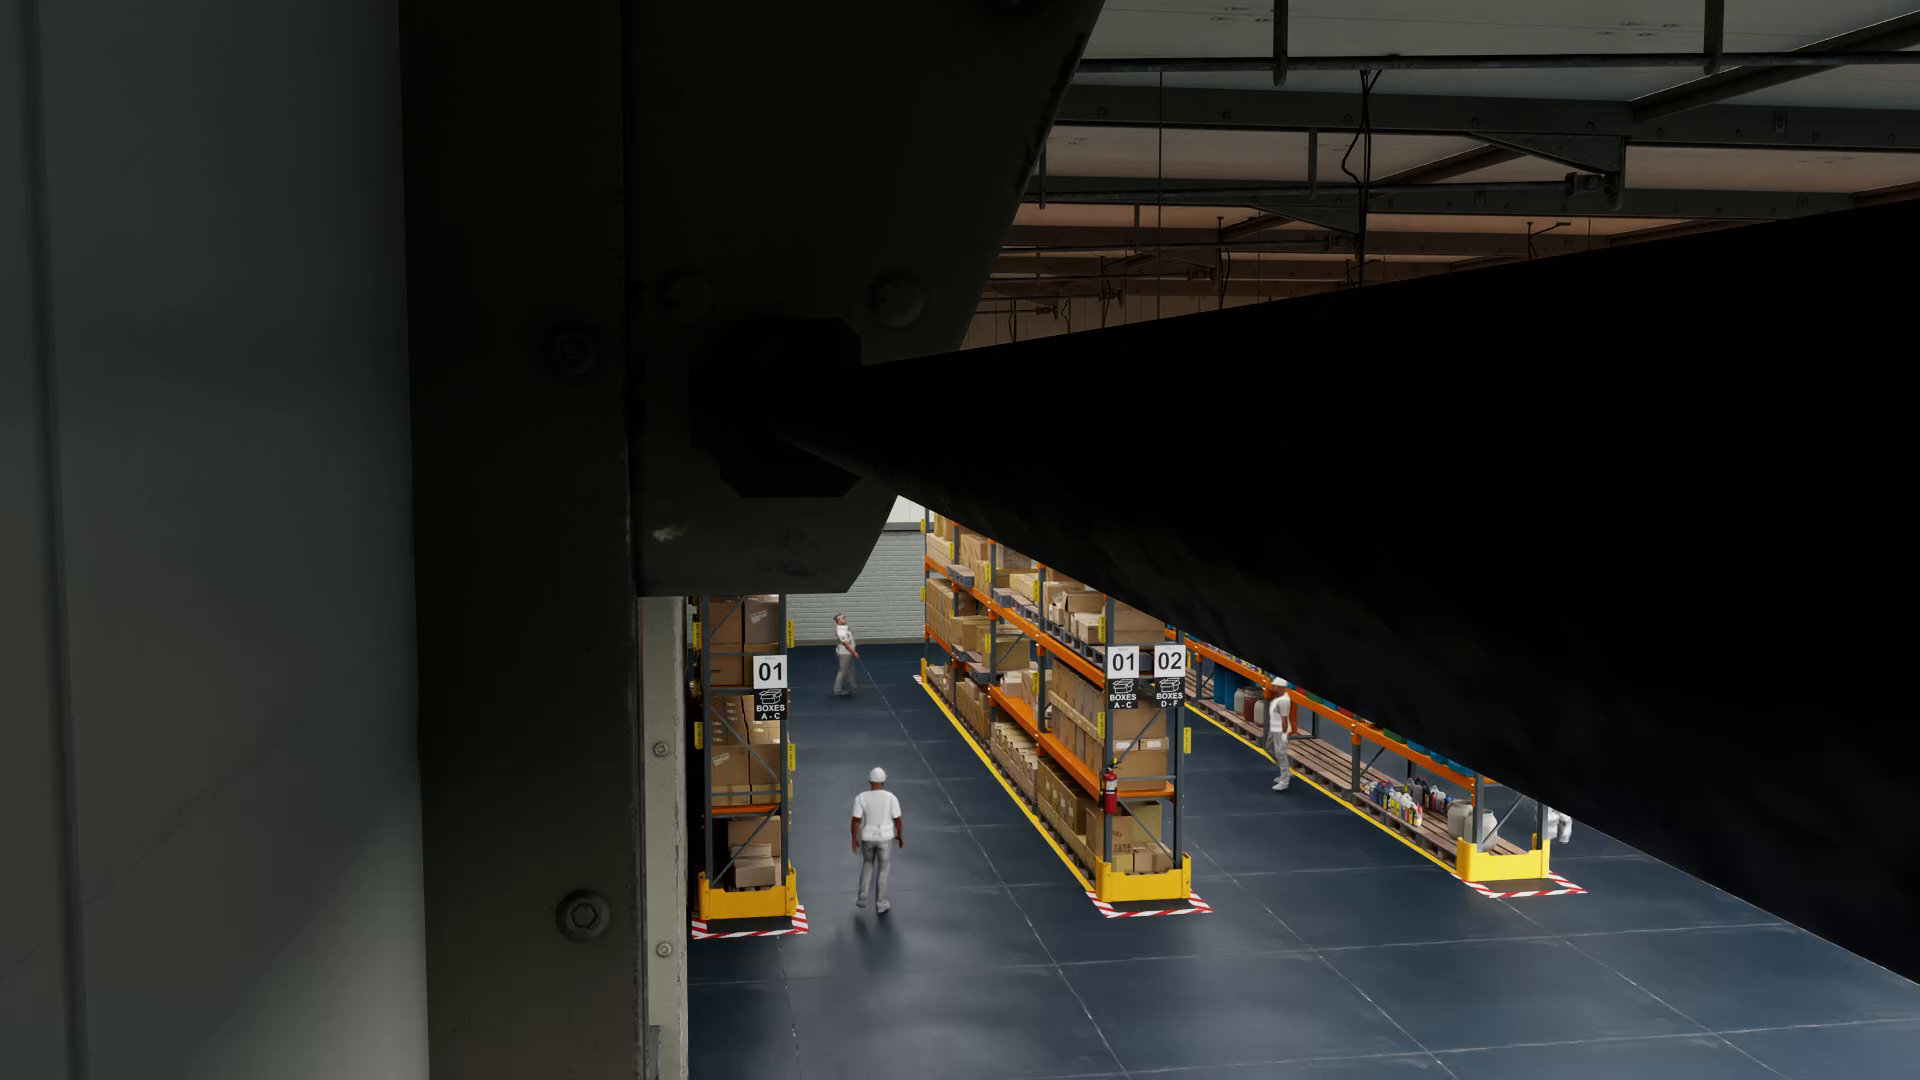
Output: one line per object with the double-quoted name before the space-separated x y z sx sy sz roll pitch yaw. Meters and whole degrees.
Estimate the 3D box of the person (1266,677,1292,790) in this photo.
"person" 5.143 3.074 26.688 0.407 1.789 0.593 0 5 3

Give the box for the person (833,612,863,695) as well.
"person" -2.324 2.400 34.941 0.716 1.789 0.587 -2 5 -20

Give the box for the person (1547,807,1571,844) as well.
"person" 8.416 3.369 23.622 0.381 1.831 0.599 -5 7 -43

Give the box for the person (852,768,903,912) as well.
"person" -0.998 3.641 20.296 0.583 1.755 0.474 1 5 16
